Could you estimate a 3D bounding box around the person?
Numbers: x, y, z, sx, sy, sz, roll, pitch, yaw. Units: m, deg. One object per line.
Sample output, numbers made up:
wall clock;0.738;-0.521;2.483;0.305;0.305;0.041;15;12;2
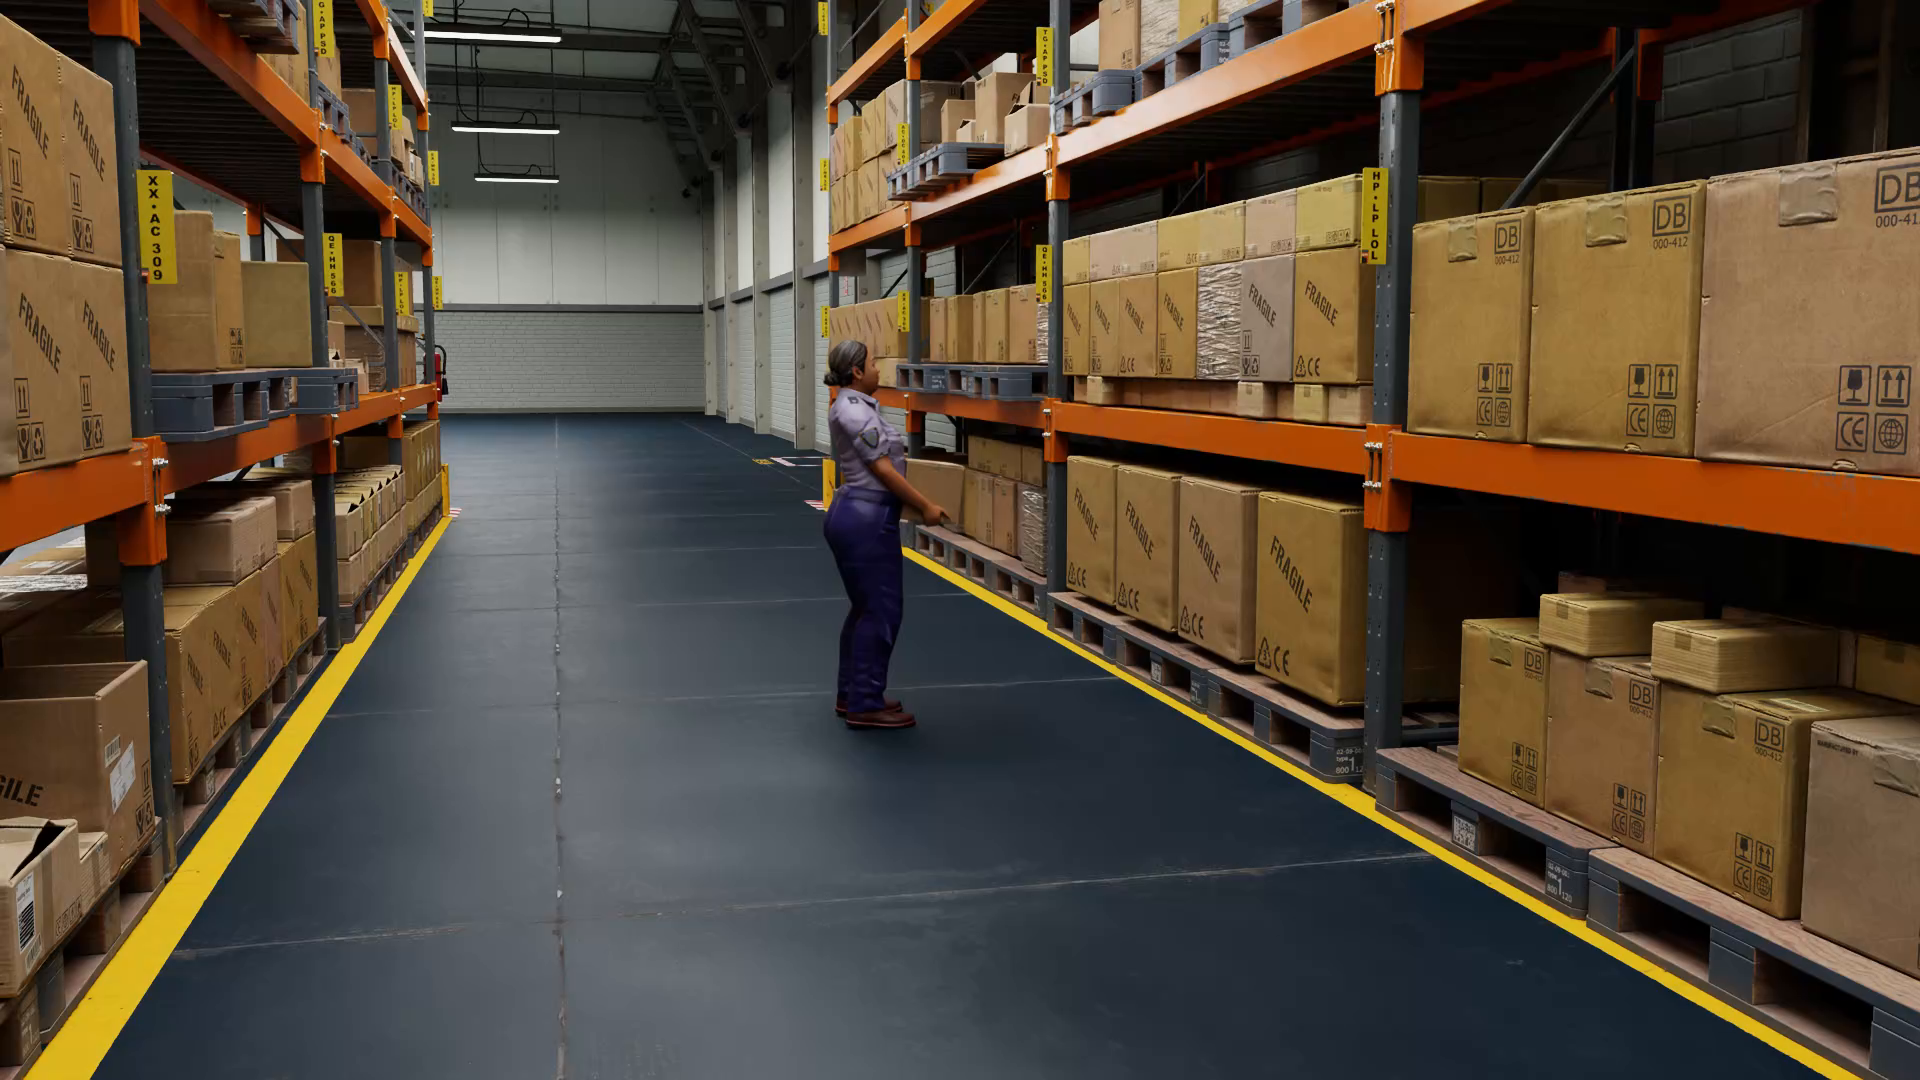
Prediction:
person;-0.322;-0.032;7.128;0.518;1.630;0.453;-1;6;-13
